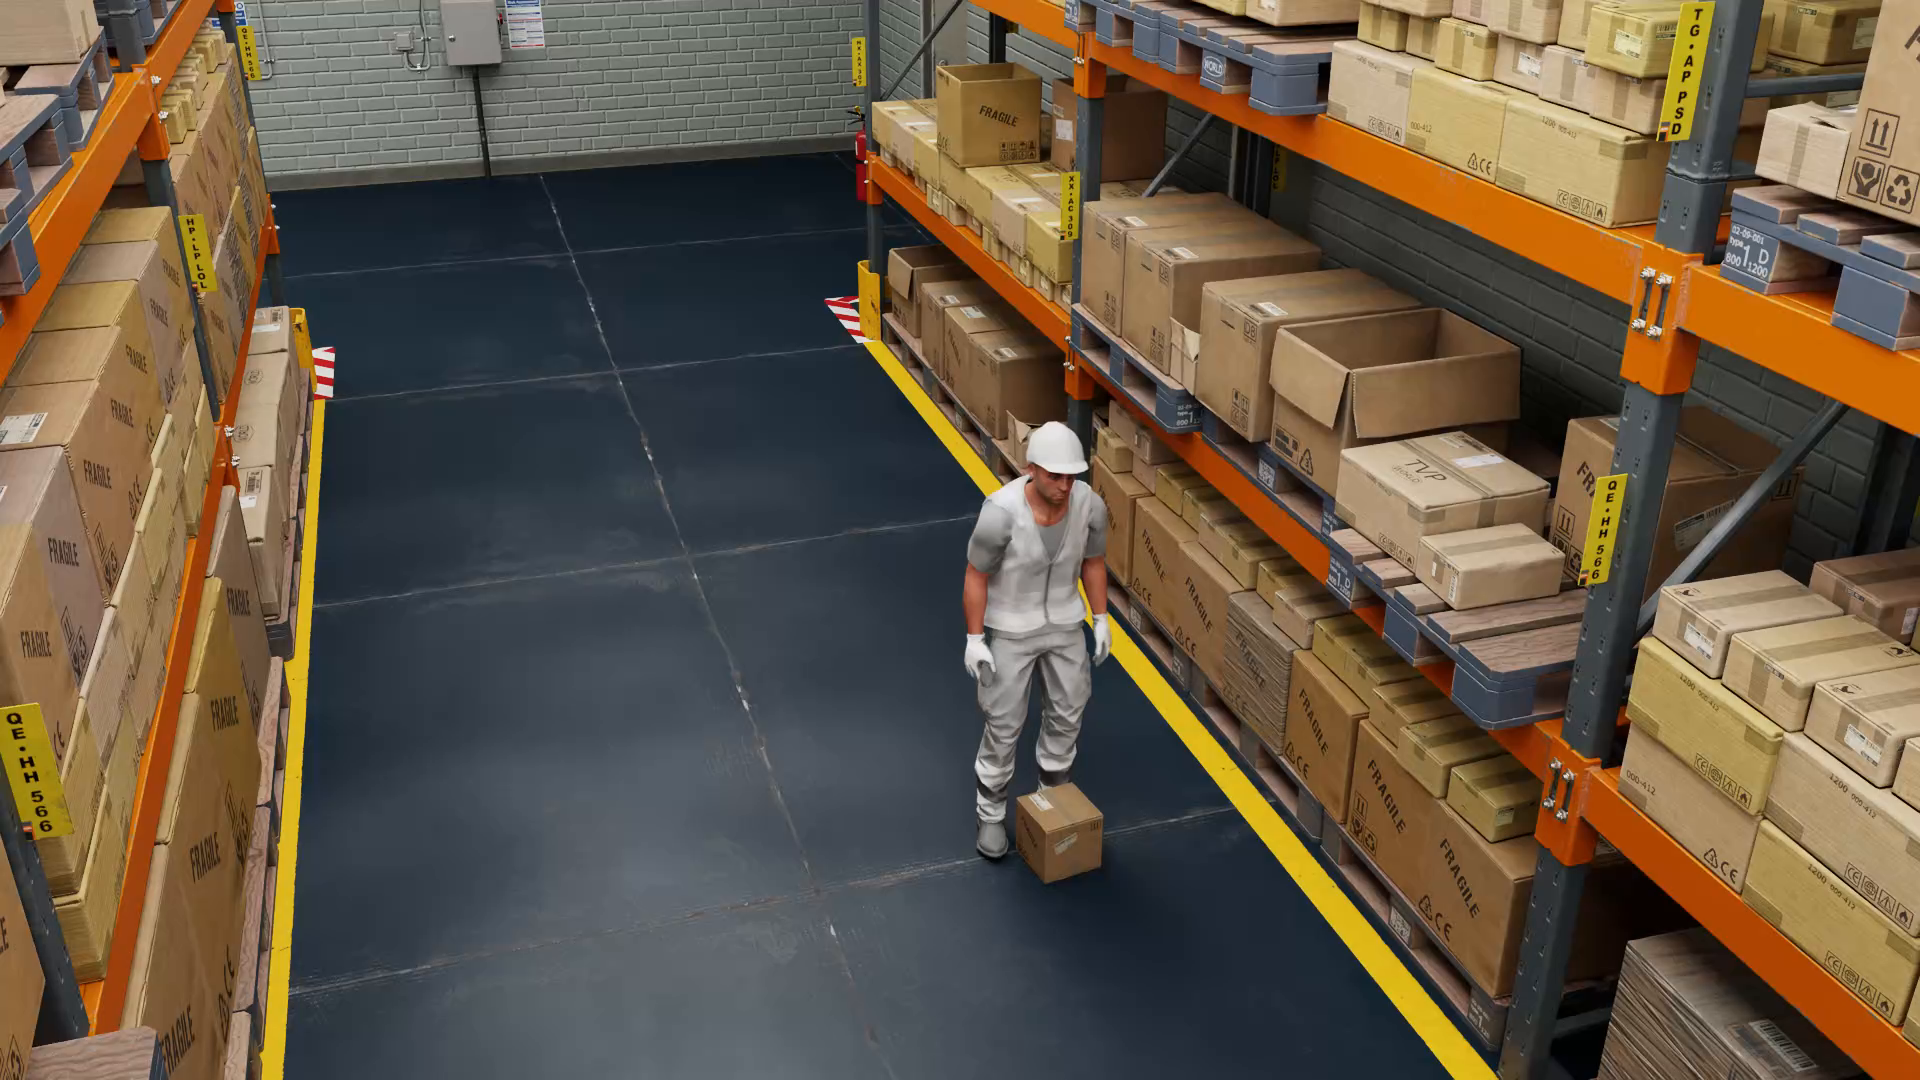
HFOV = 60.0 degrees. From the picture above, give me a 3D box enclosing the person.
[{"bbox_3d":[0.300,0.366,6.348,0.609,1.779,0.454,-9,27,-18],"label":"person"}]
